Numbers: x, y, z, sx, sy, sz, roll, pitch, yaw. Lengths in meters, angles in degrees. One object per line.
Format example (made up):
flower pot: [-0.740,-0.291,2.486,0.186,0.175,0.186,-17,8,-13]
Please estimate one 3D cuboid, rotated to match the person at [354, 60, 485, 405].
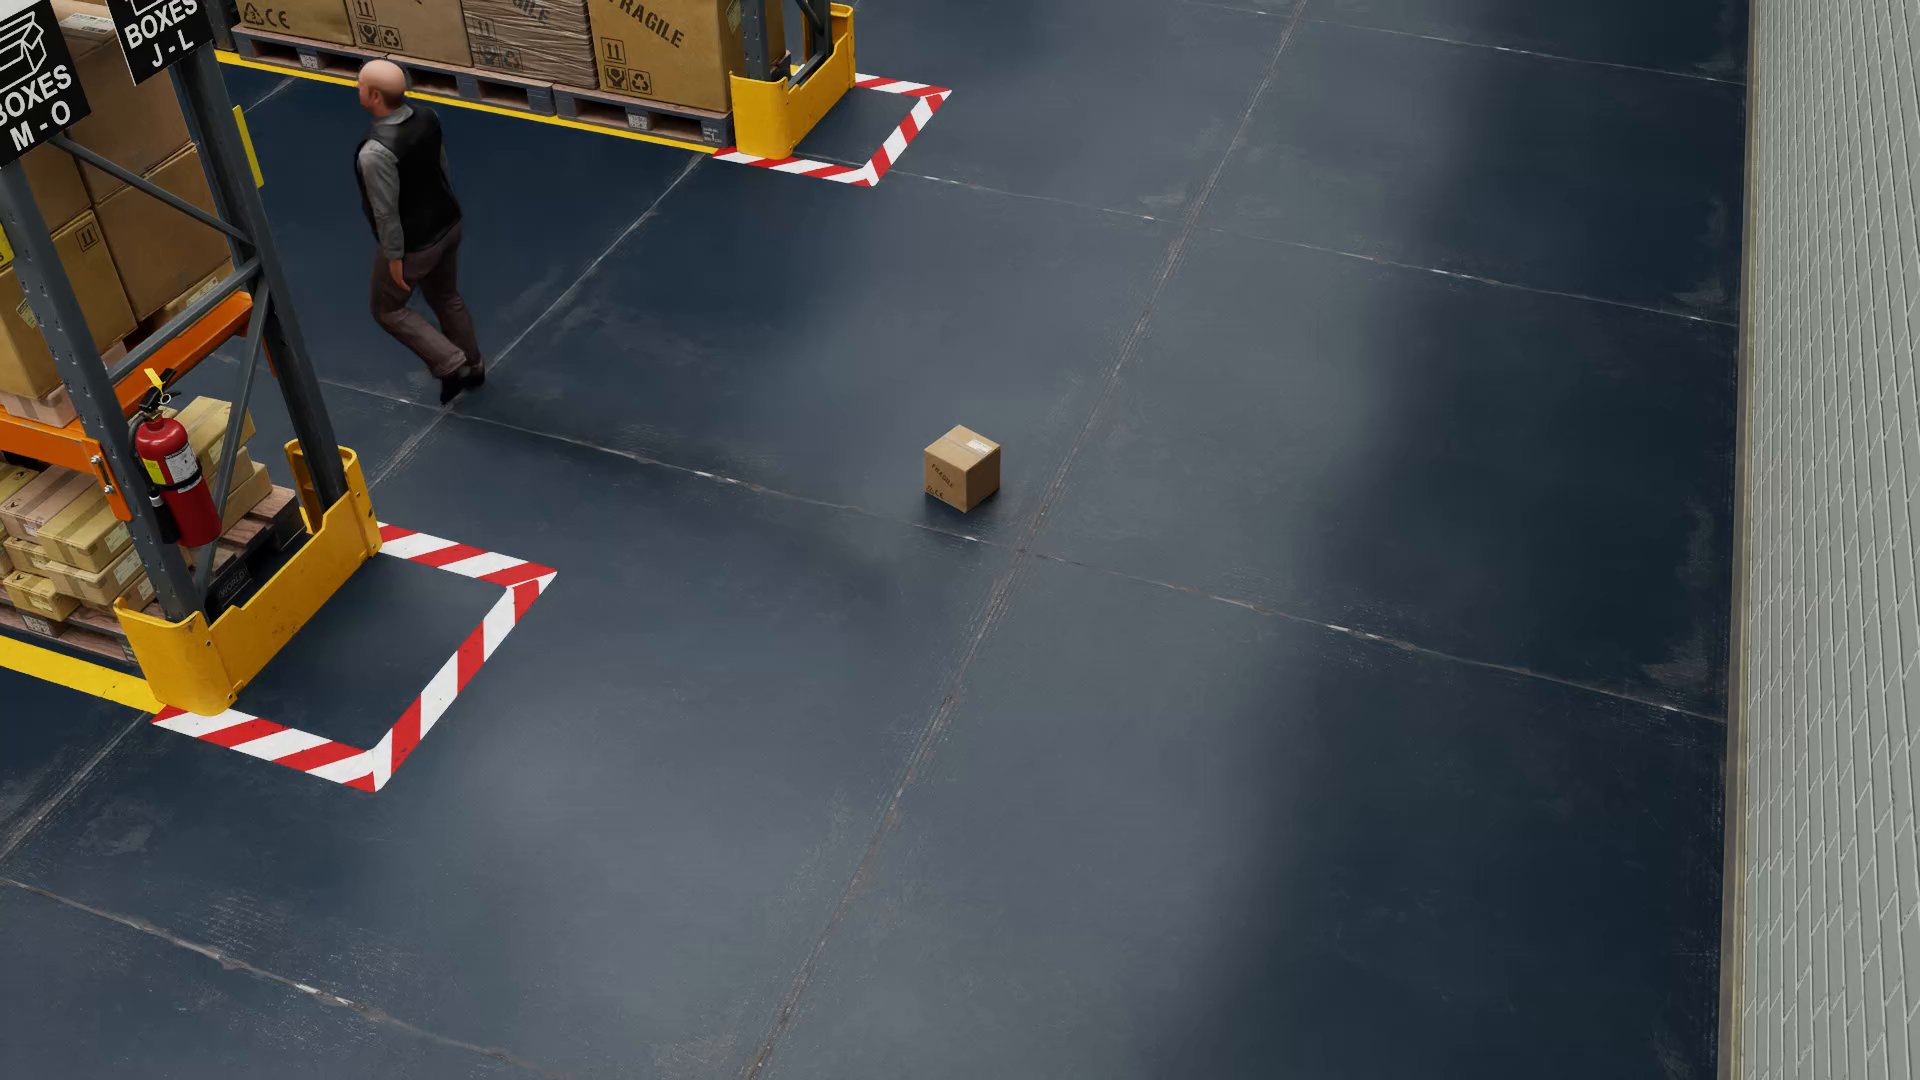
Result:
person: [-2.537,-1.414,7.761,0.469,1.720,0.576,14,43,16]
